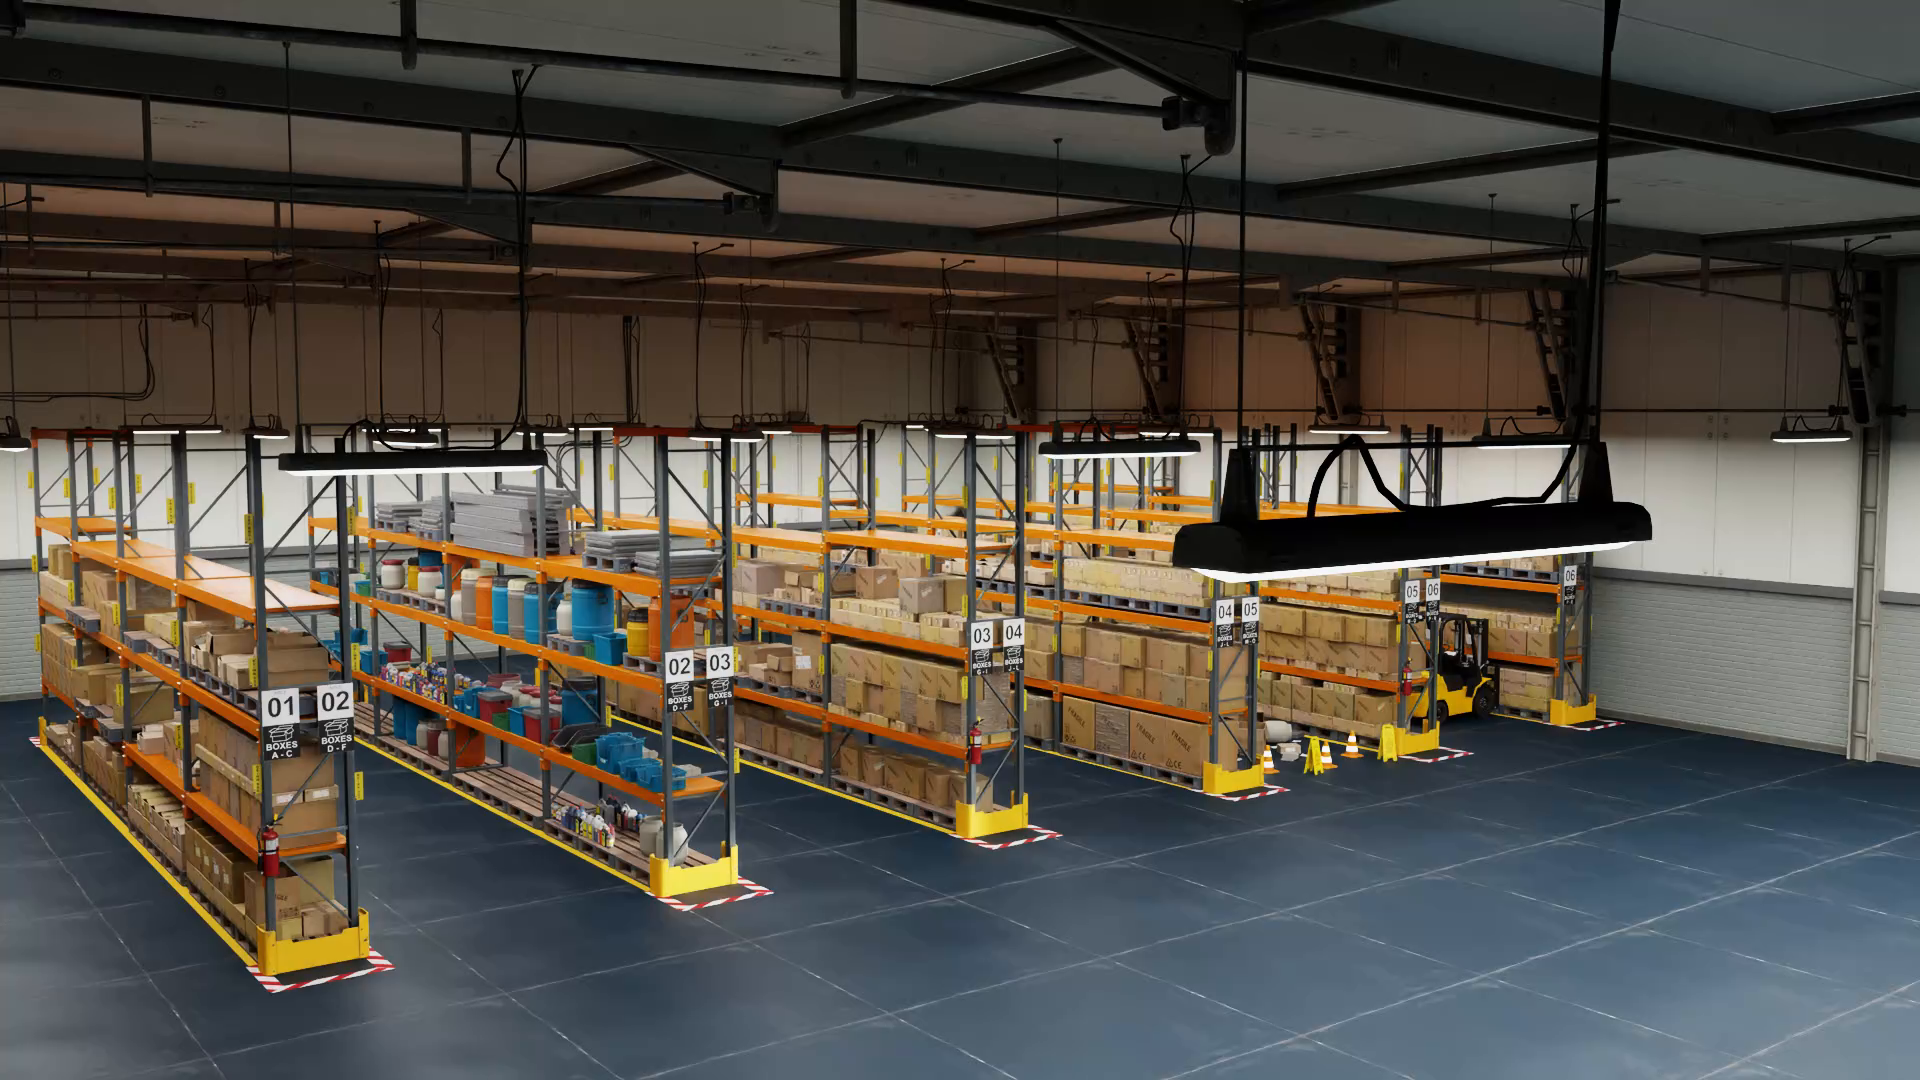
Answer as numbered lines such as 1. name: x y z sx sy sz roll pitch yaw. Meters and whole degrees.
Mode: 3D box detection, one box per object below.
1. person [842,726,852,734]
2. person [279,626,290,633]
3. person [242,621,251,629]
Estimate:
1. person: -2.056 3.041 31.054 0.403 1.808 0.650 -1 5 -18
2. person: -14.206 2.677 35.083 0.649 1.740 0.994 3 5 31
3. person: -15.941 2.601 37.188 0.971 1.618 0.470 -1 5 -12
